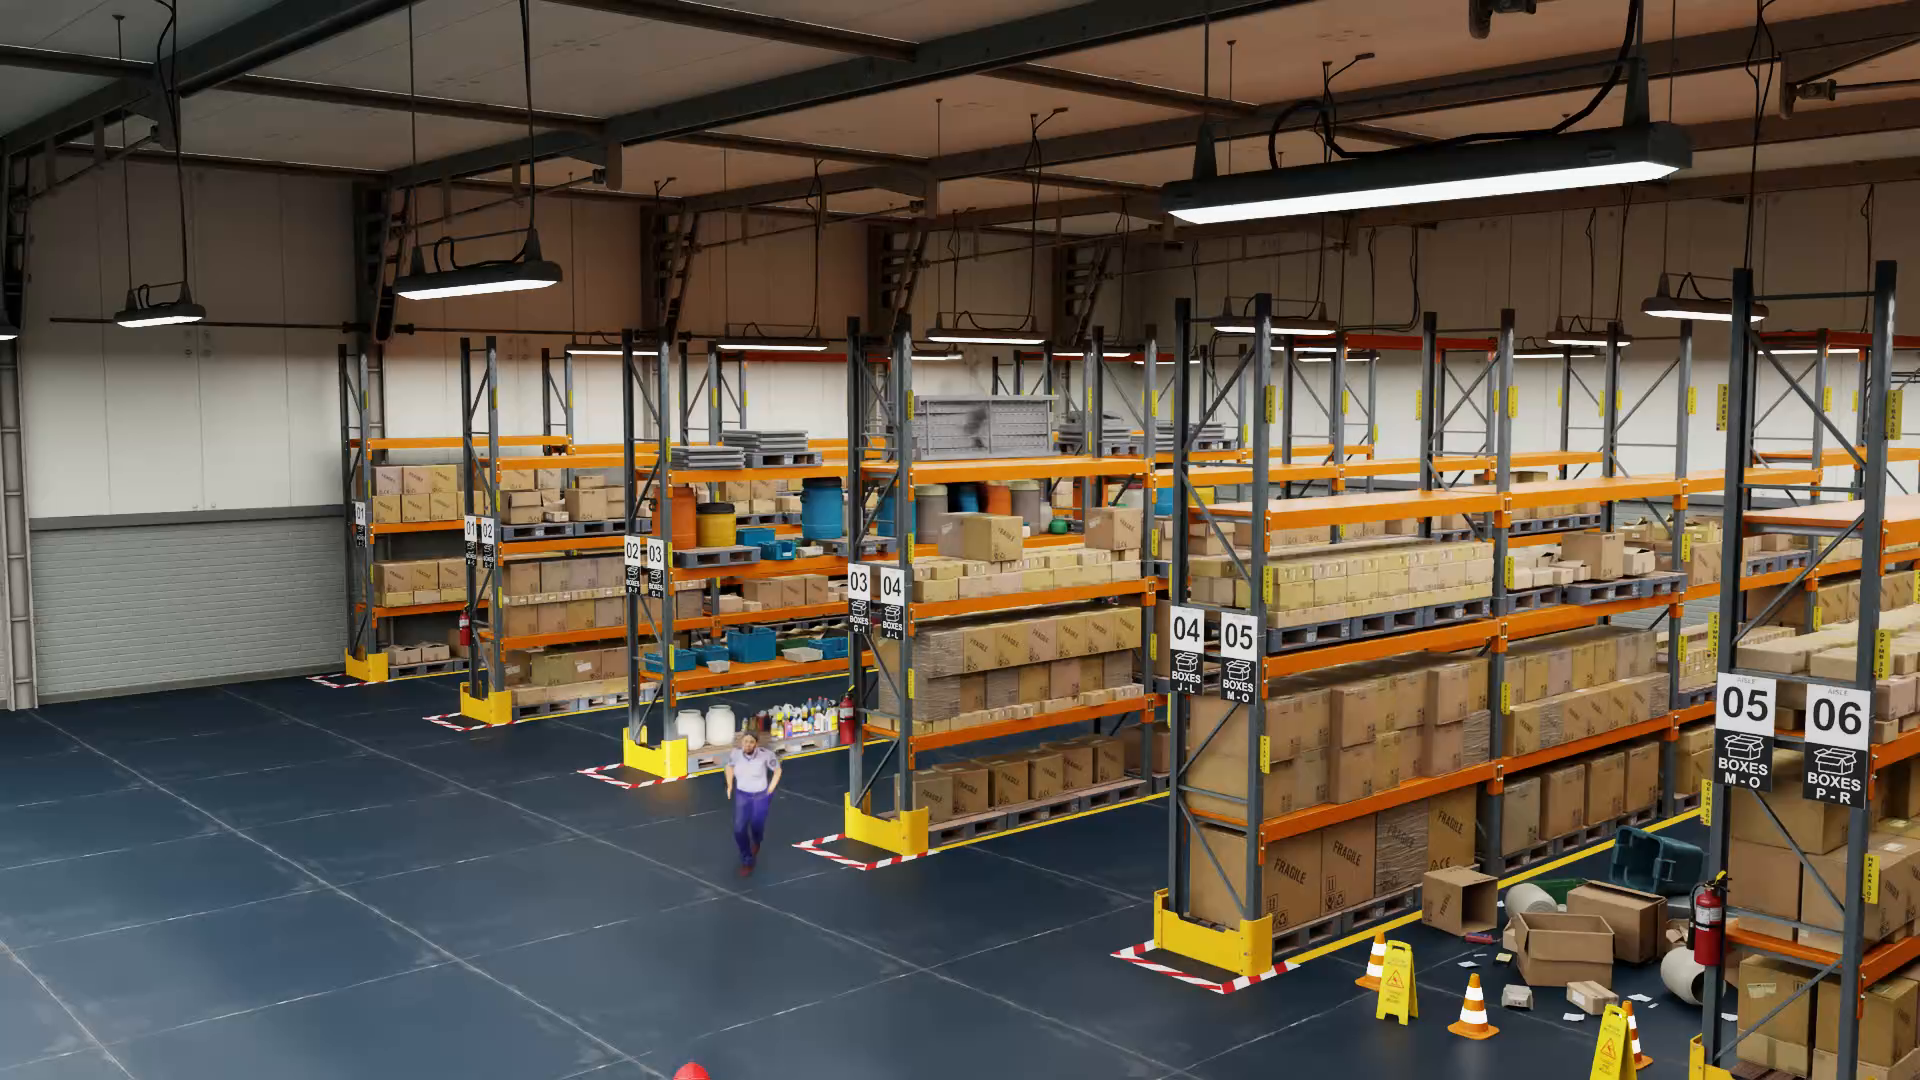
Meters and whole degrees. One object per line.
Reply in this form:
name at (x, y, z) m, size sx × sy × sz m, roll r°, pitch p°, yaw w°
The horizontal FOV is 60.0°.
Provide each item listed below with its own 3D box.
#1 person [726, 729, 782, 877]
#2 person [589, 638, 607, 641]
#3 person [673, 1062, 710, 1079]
person at (-2.207, 2.791, 18.008) m, size 0.618 × 1.628 × 0.834 m, roll 1°, pitch 5°, yaw 6°
person at (-6.342, 1.746, 29.205) m, size 0.580 × 1.607 × 0.642 m, roll 5°, pitch 7°, yaw 45°
person at (-1.375, 3.539, 8.475) m, size 0.656 × 1.739 × 0.587 m, roll -1°, pitch 5°, yaw -8°
